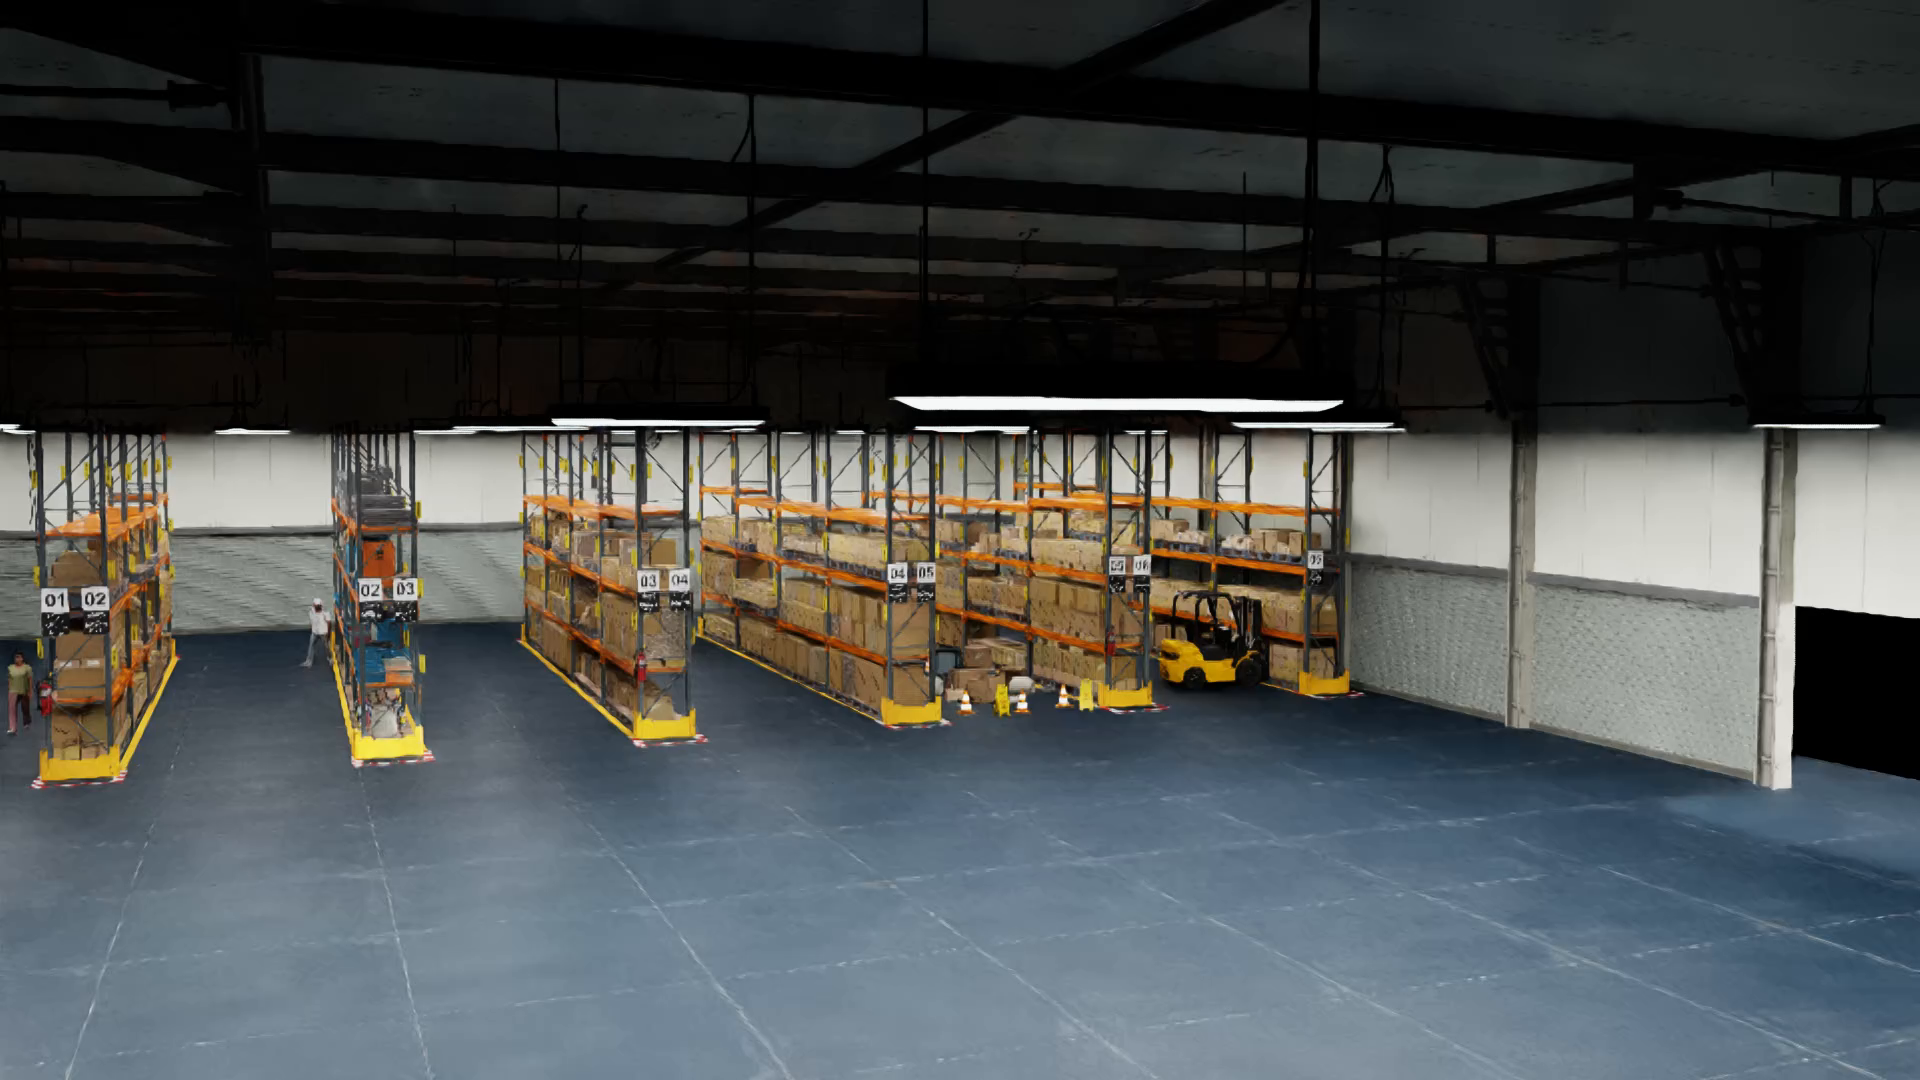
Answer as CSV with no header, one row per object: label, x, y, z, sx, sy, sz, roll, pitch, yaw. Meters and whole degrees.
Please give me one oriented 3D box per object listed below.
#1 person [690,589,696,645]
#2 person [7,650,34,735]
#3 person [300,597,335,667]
person,-7.505,1.980,45.400,0.637,1.775,0.676,0,4,7
person,-18.080,2.911,32.004,0.446,1.589,1.110,-2,4,-24
person,-15.928,2.277,41.306,0.617,1.726,0.900,1,4,10
